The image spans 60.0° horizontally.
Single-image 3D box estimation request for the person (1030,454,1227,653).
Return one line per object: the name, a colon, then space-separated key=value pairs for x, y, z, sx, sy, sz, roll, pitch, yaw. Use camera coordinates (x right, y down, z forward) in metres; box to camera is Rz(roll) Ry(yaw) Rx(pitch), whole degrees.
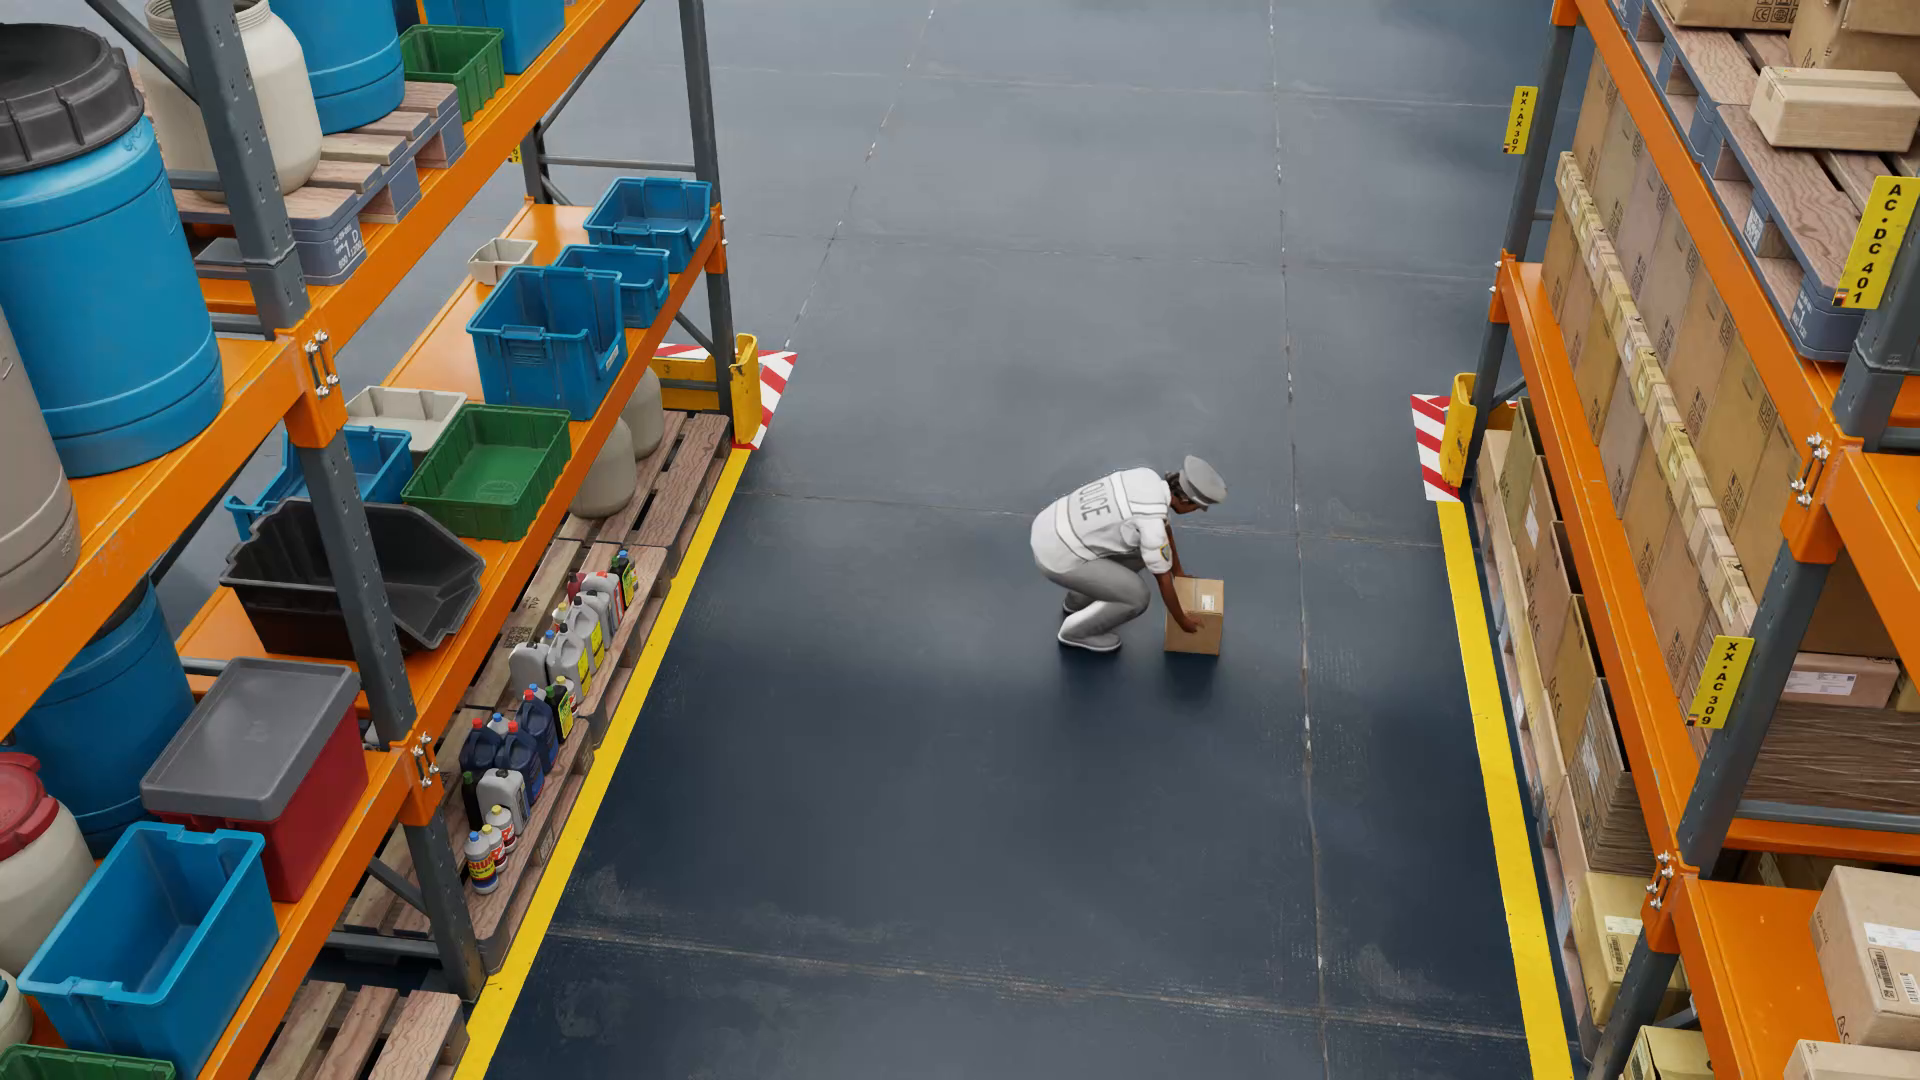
person: x=0.757 y=0.042 z=7.606 sx=0.863 sy=0.931 sz=0.479 roll=4 pitch=37 yaw=6
